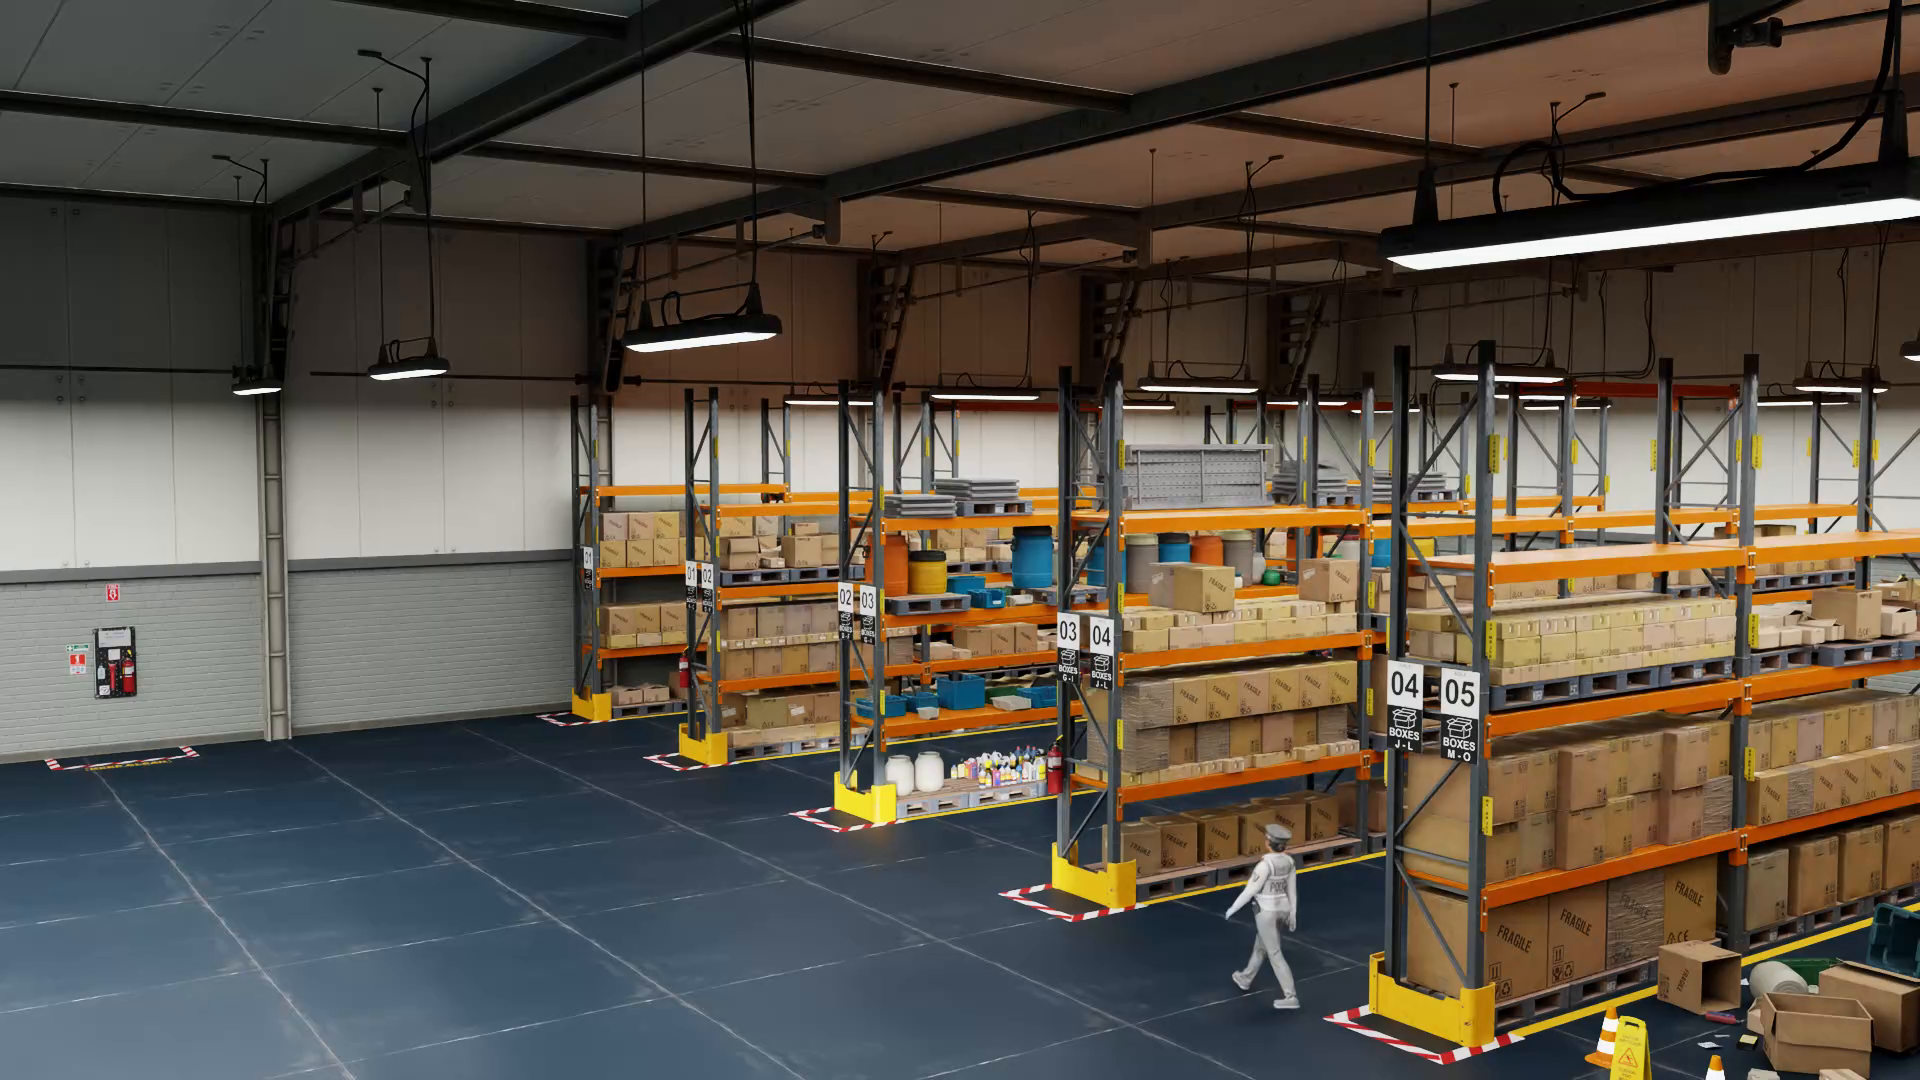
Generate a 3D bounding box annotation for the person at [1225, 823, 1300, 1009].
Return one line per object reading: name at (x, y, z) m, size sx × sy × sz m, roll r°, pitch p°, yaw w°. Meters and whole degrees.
person at (2.793, 3.413, 15.291) m, size 0.570 × 1.617 × 0.976 m, roll -3°, pitch 4°, yaw -37°
